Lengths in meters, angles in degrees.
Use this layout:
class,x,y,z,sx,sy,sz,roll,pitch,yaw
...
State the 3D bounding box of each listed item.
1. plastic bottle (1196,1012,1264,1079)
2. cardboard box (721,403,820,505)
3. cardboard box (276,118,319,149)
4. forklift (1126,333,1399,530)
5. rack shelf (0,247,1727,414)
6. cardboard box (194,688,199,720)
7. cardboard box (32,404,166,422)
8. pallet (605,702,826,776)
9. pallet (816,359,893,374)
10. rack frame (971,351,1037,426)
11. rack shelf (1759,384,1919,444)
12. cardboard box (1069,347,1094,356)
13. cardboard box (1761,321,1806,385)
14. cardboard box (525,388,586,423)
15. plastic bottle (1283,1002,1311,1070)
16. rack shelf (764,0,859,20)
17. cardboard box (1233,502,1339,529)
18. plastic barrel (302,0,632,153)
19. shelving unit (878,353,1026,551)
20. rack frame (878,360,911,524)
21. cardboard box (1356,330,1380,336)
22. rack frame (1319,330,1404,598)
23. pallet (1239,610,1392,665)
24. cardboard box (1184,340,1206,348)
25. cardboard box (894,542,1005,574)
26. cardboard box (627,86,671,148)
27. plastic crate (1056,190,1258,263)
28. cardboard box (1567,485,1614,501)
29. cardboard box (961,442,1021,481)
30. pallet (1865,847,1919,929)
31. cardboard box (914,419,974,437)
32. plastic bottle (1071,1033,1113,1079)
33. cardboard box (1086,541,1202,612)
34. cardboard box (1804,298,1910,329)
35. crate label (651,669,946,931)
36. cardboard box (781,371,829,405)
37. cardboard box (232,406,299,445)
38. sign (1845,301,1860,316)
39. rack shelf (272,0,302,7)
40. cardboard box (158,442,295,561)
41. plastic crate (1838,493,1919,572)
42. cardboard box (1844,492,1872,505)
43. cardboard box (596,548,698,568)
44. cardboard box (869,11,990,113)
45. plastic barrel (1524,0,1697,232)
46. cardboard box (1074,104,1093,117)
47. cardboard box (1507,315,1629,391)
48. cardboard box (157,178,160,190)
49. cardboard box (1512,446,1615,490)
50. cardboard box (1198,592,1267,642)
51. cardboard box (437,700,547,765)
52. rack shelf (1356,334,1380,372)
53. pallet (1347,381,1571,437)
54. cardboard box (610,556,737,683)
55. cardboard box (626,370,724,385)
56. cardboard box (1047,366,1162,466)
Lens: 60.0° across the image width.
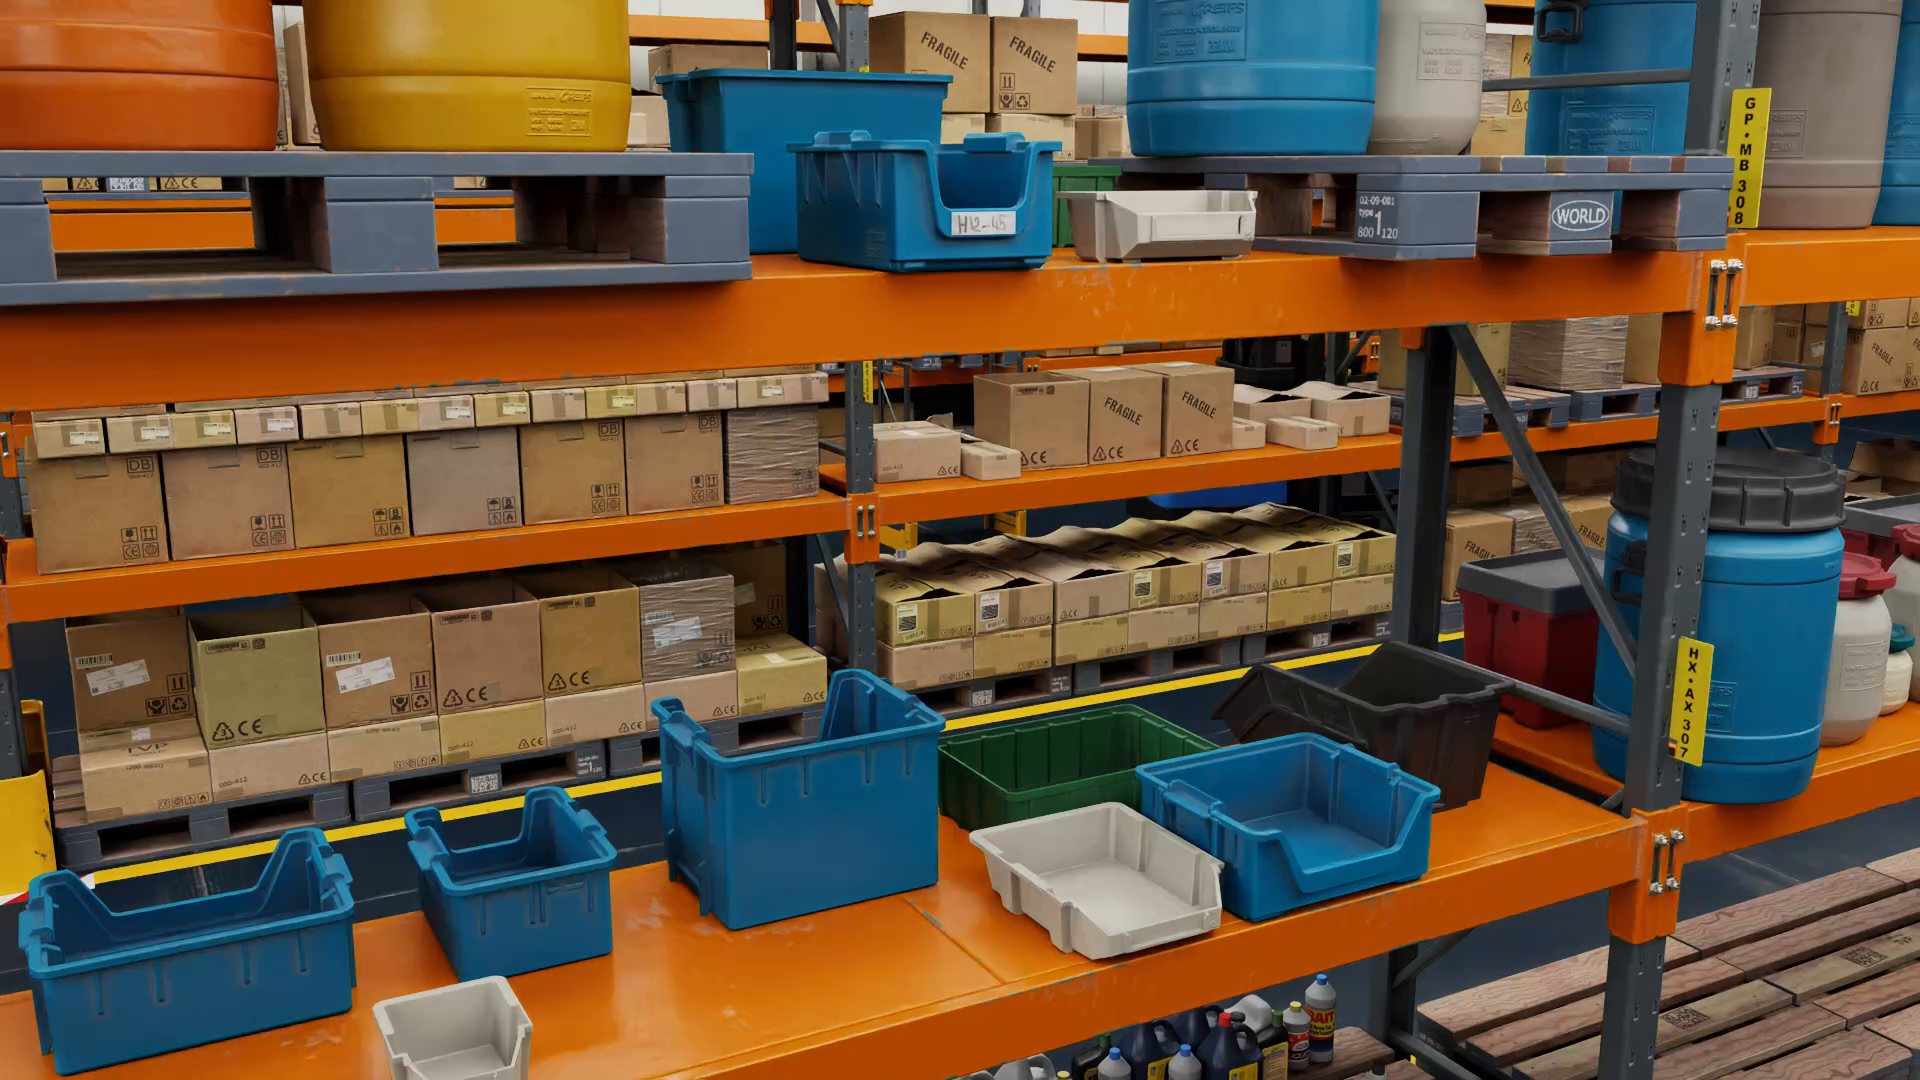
class,x,y,z,sx,sy,sz,roll,pitch,yaw
plastic bottle,0.794,1.555,4.899,0.185,0.351,0.144,-7,14,-28
cardboard box,-1.124,-0.511,8.821,0.500,0.500,0.700,-7,15,-29
cardboard box,-4.810,-2.718,11.750,0.500,0.500,0.500,-6,14,-24
forklift,2.997,-1.557,13.851,3.031,2.935,1.130,-3,13,-11
rack shelf,-0.123,-0.457,3.616,4.000,0.370,1.077,-7,14,-28
cardboard box,-3.486,0.879,8.179,0.500,0.250,0.500,-7,14,-28
cardboard box,-3.786,-0.823,7.254,0.500,0.500,0.700,-7,14,-28
pallet,-1.456,0.926,9.015,1.213,0.211,1.003,-7,14,-28
pallet,-1.321,-1.576,14.216,1.213,0.211,1.003,-7,14,-28
rack frame,0.397,-1.885,15.155,0.127,3.000,1.000,-7,14,-28
rack shelf,8.040,-1.211,13.799,4.000,0.370,1.077,-7,14,-28
cardboard box,1.022,-1.787,15.246,0.250,0.149,0.380,-7,14,-27
cardboard box,6.600,-1.503,13.227,0.500,0.500,0.500,-7,14,-27
cardboard box,-1.989,-0.672,8.060,0.250,0.149,0.380,-6,14,-26
plastic bottle,1.054,1.555,5.240,0.097,0.201,0.097,0,13,0
rack shelf,-2.493,-2.681,7.574,4.000,0.370,1.077,-7,14,-28
cardboard box,2.173,-0.070,11.116,0.500,0.311,0.500,-6,14,-26
plastic barrel,-0.939,-1.039,3.177,0.600,0.588,0.600,0,13,0
shelving unit,-0.067,-0.724,13.409,1.083,1.500,0.587,-7,14,-28
rack frame,-0.521,-0.669,13.167,0.032,1.500,0.500,-7,14,-28
cardboard box,4.391,-2.506,17.232,0.700,0.700,0.980,-7,14,-27
rack frame,2.773,-0.931,10.915,0.127,3.000,1.000,-7,14,-28
pallet,2.032,0.508,10.870,1.213,0.211,1.003,-7,14,-28
cardboard box,2.138,-1.926,15.862,0.250,0.149,0.380,-7,14,-28
cardboard box,-0.066,0.199,9.923,0.500,0.311,0.500,-6,14,-26
cardboard box,-1.780,-2.144,8.402,0.500,0.311,0.500,-8,15,-31
plastic crate,0.417,-0.643,3.405,0.396,0.136,0.243,-7,14,-28
cardboard box,4.665,-0.083,11.837,0.500,0.500,0.500,-7,15,-30
cardboard box,0.138,-0.442,9.312,0.250,0.149,0.380,-7,14,-28
pallet,4.445,1.458,6.649,1.213,0.211,1.003,-7,14,-28
cardboard box,-0.210,-0.795,15.000,0.500,0.500,0.700,-7,14,-27
plastic bottle,0.395,1.589,4.900,0.133,0.283,0.061,-6,14,-25
cardboard box,1.093,0.195,9.939,0.500,0.311,0.500,-6,14,-26
cardboard box,6.833,-1.884,12.643,0.500,0.500,0.500,-6,14,-26
crate label,-0.392,0.602,4.020,0.616,0.435,0.502,-7,14,-28
cardboard box,-0.874,-0.806,8.652,0.250,0.149,0.380,-7,14,-28
cardboard box,-3.128,-0.535,7.449,0.250,0.149,0.380,-7,14,-29
sign,6.553,-1.810,12.184,0.005,0.325,0.100,-7,14,-28
rack shelf,-4.870,-3.828,11.771,4.000,0.370,1.077,-7,14,-28
cardboard box,-3.374,-0.241,7.621,0.500,0.500,0.700,-6,14,-26
plastic crate,3.579,0.104,6.171,0.583,0.464,0.402,-7,14,-28
cardboard box,6.756,-0.257,13.043,0.500,0.311,0.500,-7,14,-28
cardboard box,-1.730,0.303,9.029,0.500,0.500,0.500,-7,14,-28
cardboard box,-0.177,-2.529,8.858,0.500,0.500,0.500,-7,14,-27
plastic barrel,1.975,-1.359,4.841,0.708,0.901,0.600,-7,14,-28
cardboard box,0.787,-3.673,15.038,0.500,0.500,0.700,-8,15,-32
cardboard box,4.166,-1.332,11.513,0.500,0.500,0.700,-4,13,-17
cardboard box,-5.960,-2.714,11.734,0.500,0.500,0.500,-7,14,-28
cardboard box,4.425,-0.551,12.209,0.500,0.250,0.500,-7,15,-29
cardboard box,1.535,0.415,10.239,0.500,0.250,0.500,-6,14,-27
cardboard box,-2.354,0.876,8.191,0.500,0.250,0.500,-7,14,-28
rack shelf,5.663,-2.166,18.039,4.000,0.370,1.077,-7,14,-28
pallet,3.335,-0.922,11.313,1.003,0.211,1.213,-7,14,-28
cardboard box,-1.484,0.402,8.591,0.500,0.500,0.500,-7,14,-28
cardboard box,-1.567,-1.091,8.441,0.500,0.500,0.700,-7,14,-28
cardboard box,0.846,-0.745,9.859,0.500,0.500,0.500,-7,14,-28
